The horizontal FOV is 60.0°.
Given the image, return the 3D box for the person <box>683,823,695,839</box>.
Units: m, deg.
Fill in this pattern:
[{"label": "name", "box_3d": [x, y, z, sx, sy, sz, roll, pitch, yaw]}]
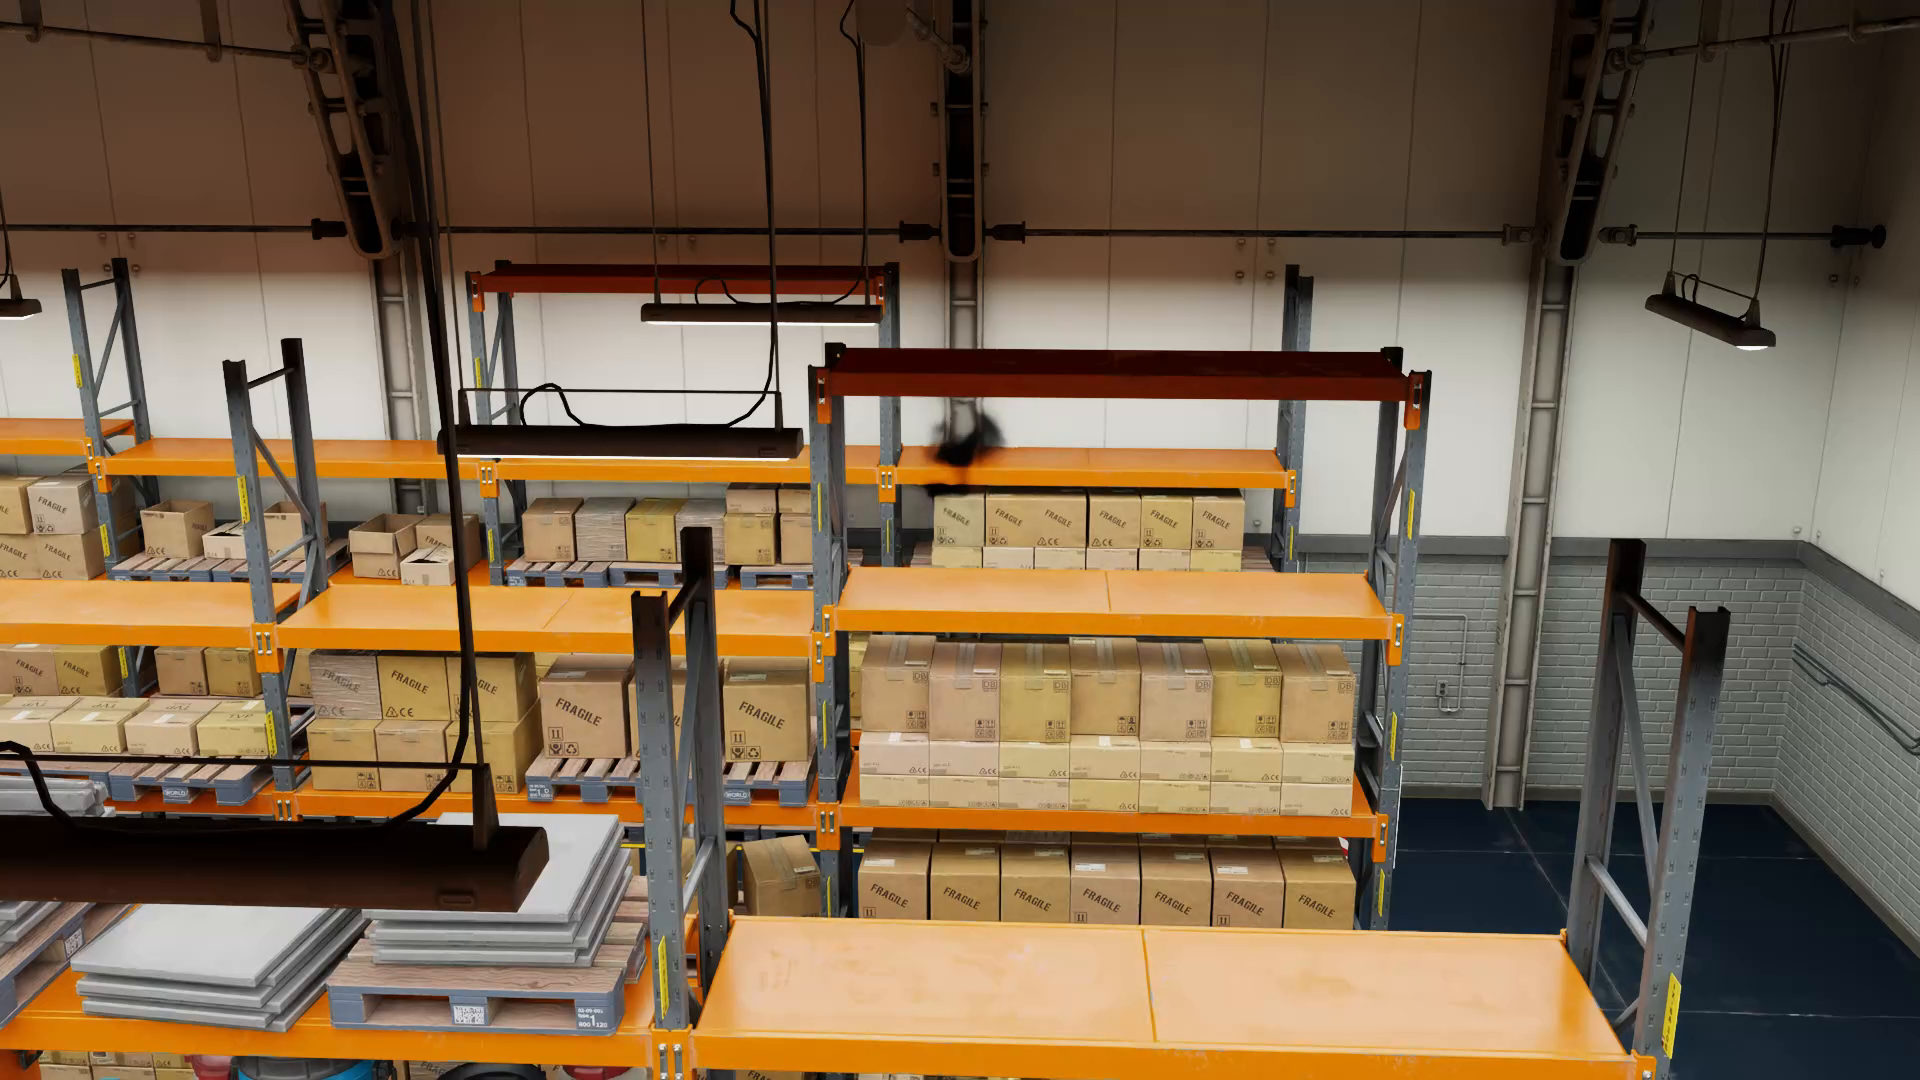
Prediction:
[{"label": "person", "box_3d": [-2.558, 2.830, 15.655, 0.700, 1.835, 0.648, -1, 16, -3]}]
